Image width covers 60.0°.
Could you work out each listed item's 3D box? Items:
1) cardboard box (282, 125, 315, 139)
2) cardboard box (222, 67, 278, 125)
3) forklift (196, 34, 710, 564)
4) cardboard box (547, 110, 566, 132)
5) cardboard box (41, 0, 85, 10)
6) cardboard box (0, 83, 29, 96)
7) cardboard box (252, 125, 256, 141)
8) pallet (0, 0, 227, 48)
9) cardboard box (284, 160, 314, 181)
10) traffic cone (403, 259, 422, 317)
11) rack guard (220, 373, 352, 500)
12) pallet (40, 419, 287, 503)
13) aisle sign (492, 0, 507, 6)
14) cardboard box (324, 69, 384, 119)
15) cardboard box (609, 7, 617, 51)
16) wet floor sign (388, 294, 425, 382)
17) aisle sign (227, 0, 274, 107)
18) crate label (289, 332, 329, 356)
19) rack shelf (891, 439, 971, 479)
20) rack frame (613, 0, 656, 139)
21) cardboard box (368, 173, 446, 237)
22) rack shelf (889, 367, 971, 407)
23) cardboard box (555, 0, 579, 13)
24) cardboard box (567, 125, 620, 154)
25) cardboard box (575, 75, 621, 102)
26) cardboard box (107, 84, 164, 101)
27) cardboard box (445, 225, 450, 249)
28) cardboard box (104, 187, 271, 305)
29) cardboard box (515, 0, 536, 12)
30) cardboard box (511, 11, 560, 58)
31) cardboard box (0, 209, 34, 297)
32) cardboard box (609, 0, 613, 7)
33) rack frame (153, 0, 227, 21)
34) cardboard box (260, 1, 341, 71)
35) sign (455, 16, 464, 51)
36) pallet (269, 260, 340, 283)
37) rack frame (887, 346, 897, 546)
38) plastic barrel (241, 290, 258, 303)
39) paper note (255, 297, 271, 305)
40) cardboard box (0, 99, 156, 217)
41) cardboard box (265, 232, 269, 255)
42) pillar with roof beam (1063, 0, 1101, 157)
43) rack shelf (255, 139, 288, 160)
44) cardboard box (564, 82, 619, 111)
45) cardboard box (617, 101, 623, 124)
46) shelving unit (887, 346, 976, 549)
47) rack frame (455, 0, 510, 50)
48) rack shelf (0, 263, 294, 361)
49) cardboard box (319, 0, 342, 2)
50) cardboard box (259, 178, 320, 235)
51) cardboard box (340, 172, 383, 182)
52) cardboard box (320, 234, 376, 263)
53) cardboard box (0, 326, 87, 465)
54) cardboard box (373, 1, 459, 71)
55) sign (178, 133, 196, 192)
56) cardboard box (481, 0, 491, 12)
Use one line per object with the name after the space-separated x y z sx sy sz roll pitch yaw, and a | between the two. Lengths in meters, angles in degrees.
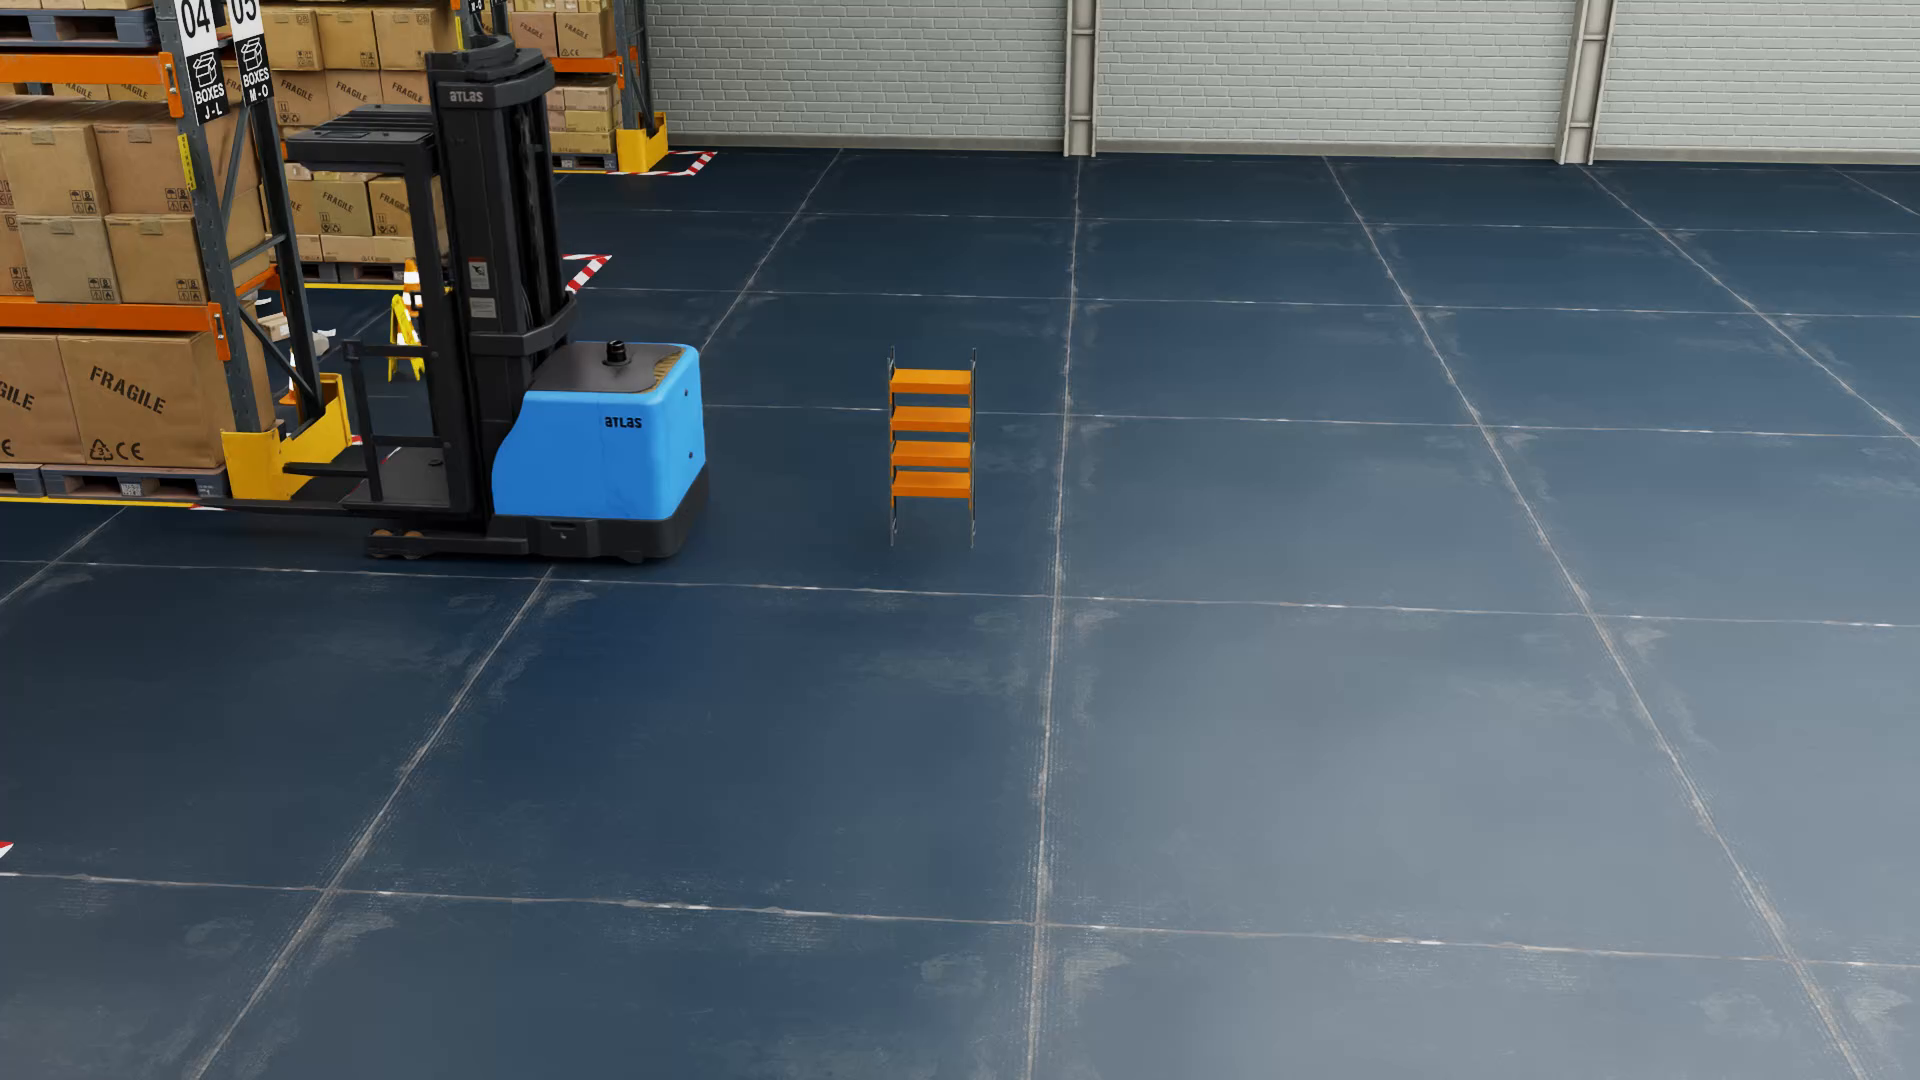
-5.914 -3.715 15.035 0.250 0.149 0.380 2 25 3 | cardboard box
-6.308 -4.037 14.960 0.500 0.500 0.500 2 25 5 | cardboard box
-3.155 -1.432 9.856 3.031 2.935 1.130 2 25 5 | forklift
-4.876 -5.038 19.799 0.500 0.250 0.500 2 25 3 | cardboard box
-5.131 -3.191 9.686 0.250 0.149 0.380 2 25 4 | cardboard box
-8.711 -4.313 15.057 0.500 0.500 0.500 1 25 3 | cardboard box
-6.415 -3.723 15.054 0.250 0.149 0.380 2 25 4 | cardboard box
-5.263 -3.170 10.068 1.213 0.211 1.003 2 25 4 | pallet
-5.947 -3.391 15.144 0.250 0.149 0.380 3 25 6 | cardboard box
-4.772 -2.218 14.517 0.334 0.463 0.336 2 25 4 | traffic cone
-4.499 -0.692 11.155 0.348 0.500 1.175 2 25 4 | rack guard
-5.326 -0.554 11.202 1.213 0.211 1.003 2 25 4 | pallet
-4.159 -5.203 14.858 0.004 0.787 0.394 2 25 4 | aisle sign
-5.305 -3.995 14.869 0.500 0.500 0.500 2 25 4 | cardboard box
-4.341 -6.140 19.886 0.500 0.500 0.500 3 25 6 | cardboard box
-4.342 -1.583 12.918 0.232 0.644 0.267 -2 25 -5 | wet floor sign
-4.429 -3.132 10.358 0.004 0.787 0.394 2 25 4 | aisle sign
-5.306 -1.596 13.554 0.298 0.136 0.250 -11 27 -23 | crate label
-0.165 -0.489 10.039 0.480 0.148 0.258 2 25 4 | rack shelf
-3.868 -5.963 19.621 0.127 3.000 1.000 2 25 4 | rack frame
-5.063 -3.094 15.275 0.500 0.500 0.500 2 25 4 | cardboard box
-0.165 -0.907 9.846 0.480 0.148 0.258 2 25 4 | rack shelf
-4.492 -6.194 19.226 0.250 0.149 0.380 2 25 5 | cardboard box
-4.361 -4.788 19.855 0.500 0.250 0.500 2 25 4 | cardboard box
-4.333 -5.453 20.104 0.500 0.250 0.500 1 25 3 | cardboard box
-7.313 -4.066 15.023 0.500 0.500 0.500 2 25 4 | cardboard box
-5.027 -2.977 15.919 0.500 0.250 0.500 2 25 4 | cardboard box
-4.896 -1.889 10.588 0.550 0.550 0.875 2 25 4 | cardboard box
-4.993 -6.240 19.327 0.250 0.149 0.380 2 25 4 | cardboard box
-4.895 -5.936 19.441 0.500 0.500 0.500 3 25 6 | cardboard box
-5.995 -1.968 10.759 0.550 0.550 0.875 2 25 4 | cardboard box
-4.186 -6.422 19.723 0.250 0.149 0.380 1 25 3 | cardboard box
-4.522 -4.553 9.380 0.127 3.000 1.000 2 25 4 | rack frame
-5.791 -4.447 14.655 0.500 0.500 0.700 2 25 3 | cardboard box
-4.307 -4.333 14.316 0.005 0.325 0.100 2 25 4 | sign
-6.340 -2.711 15.889 1.213 0.211 1.003 2 25 4 | pallet
-0.408 -0.558 10.028 0.015 1.200 0.240 2 25 4 | rack frame
-6.420 -2.159 14.436 0.421 0.421 0.512 22 33 39 | plastic barrel
-6.236 -2.134 14.851 0.148 0.019 0.142 -7 26 -14 | paper note
-5.445 -2.394 10.393 0.550 0.550 0.875 2 25 4 | cardboard box
-6.603 -2.804 15.543 0.500 0.250 0.500 2 25 3 | cardboard box
1.160 -7.100 14.915 0.400 9.000 9.100 2 25 4 | pillar with roof beam
-6.238 -3.632 15.415 4.000 0.370 1.077 2 25 4 | rack shelf
-4.351 -5.244 19.649 0.500 0.250 0.500 3 25 6 | cardboard box
-4.321 -5.234 20.225 0.500 0.250 0.500 2 25 5 | cardboard box
-0.165 -0.550 10.011 0.503 1.200 0.258 2 25 4 | shelving unit
-4.244 -3.894 15.125 0.127 3.000 1.000 2 25 4 | rack frame
-6.517 -1.565 10.924 4.000 0.370 1.077 2 25 4 | rack shelf
-7.300 -6.304 19.466 0.250 0.149 0.380 2 25 5 | cardboard box
-6.086 -3.128 15.350 0.500 0.500 0.500 1 25 3 | cardboard box
-5.434 -3.372 15.104 0.250 0.149 0.380 3 25 6 | cardboard box
-5.587 -2.770 15.468 0.500 0.250 0.500 2 25 4 | cardboard box
-6.081 -1.075 11.037 0.875 0.875 0.875 1 25 3 | cardboard box
-4.770 -4.455 14.671 0.500 0.500 0.700 1 25 3 | cardboard box
-4.578 -2.236 9.852 0.005 0.325 0.100 2 25 4 | sign
-5.516 -6.229 19.302 0.250 0.149 0.380 2 25 4 | cardboard box
